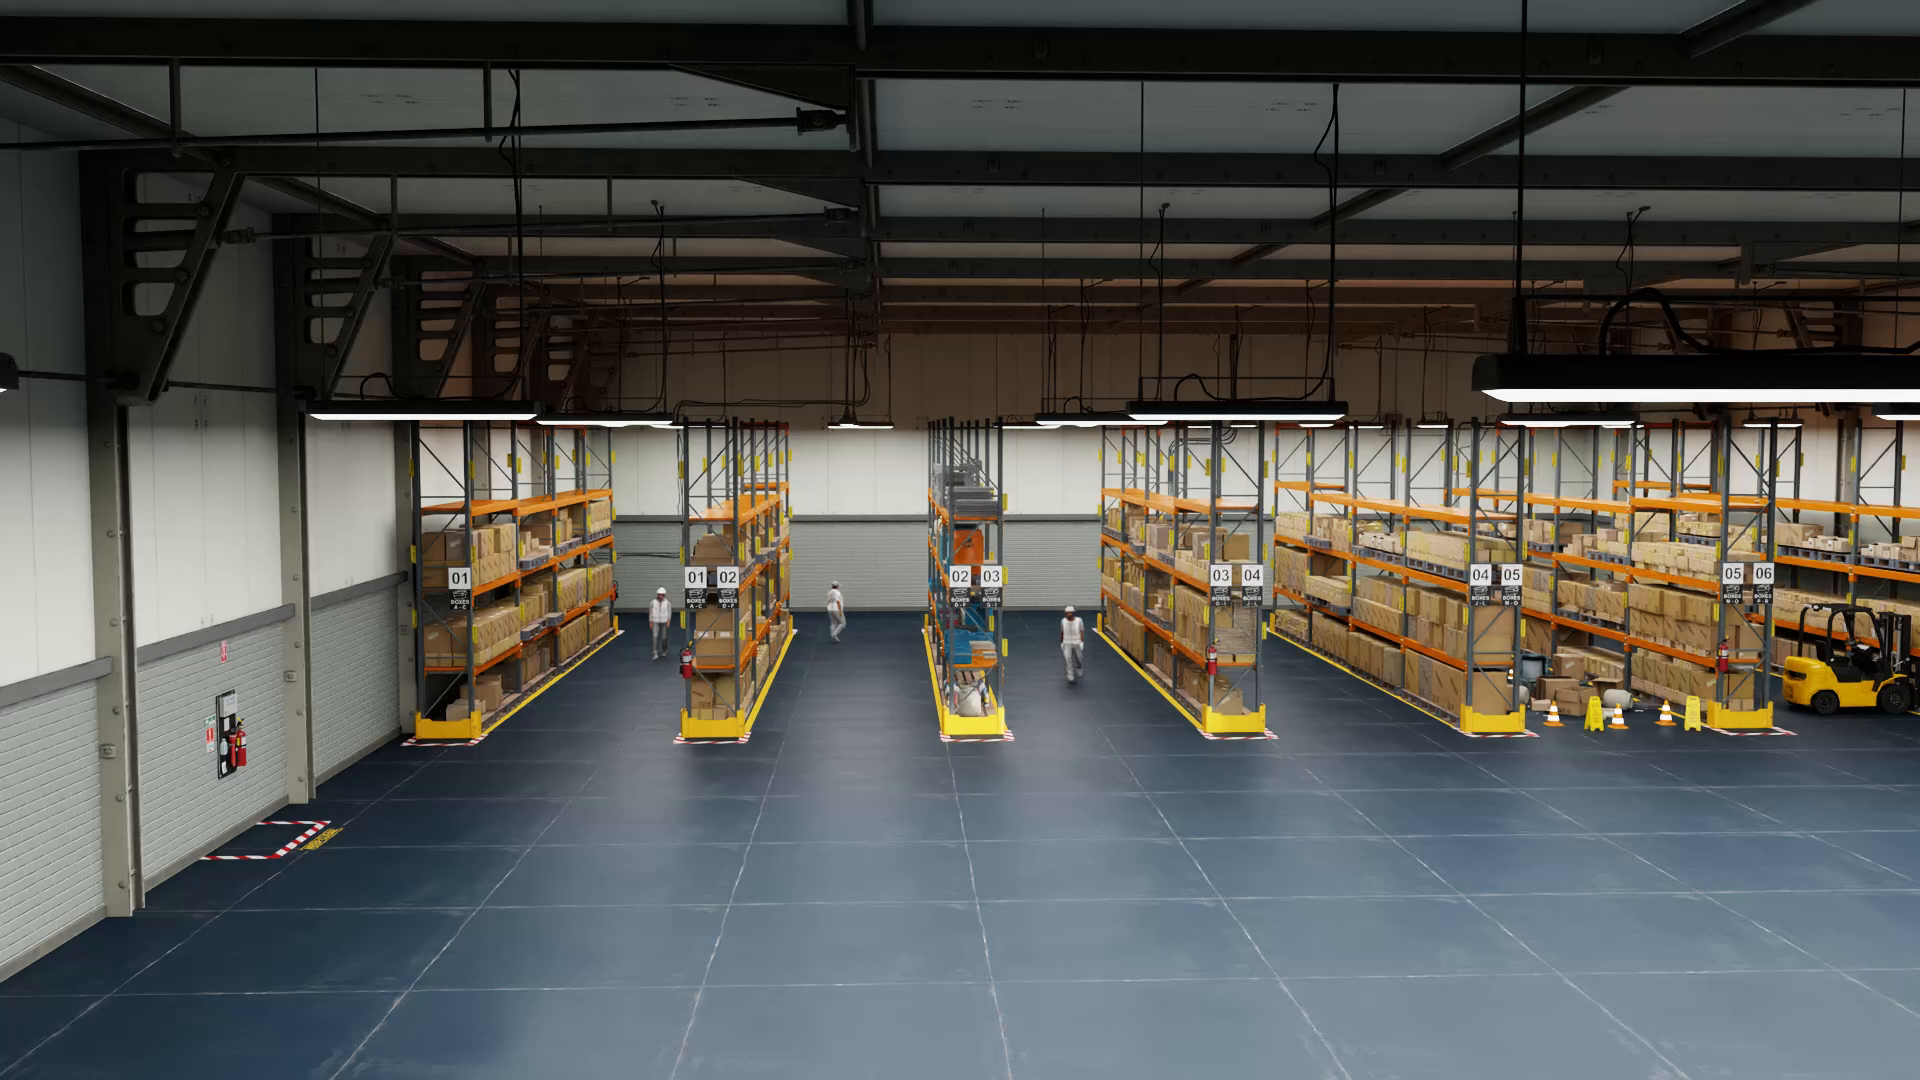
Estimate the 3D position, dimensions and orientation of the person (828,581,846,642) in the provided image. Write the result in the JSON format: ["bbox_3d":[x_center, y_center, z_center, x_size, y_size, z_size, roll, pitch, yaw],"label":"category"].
[{"bbox_3d":[-3.395,1.949,45.146,0.489,1.664,0.521,-3,5,-41],"label":"person"}]

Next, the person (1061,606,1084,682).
[{"bbox_3d":[2.580,2.374,38.184,0.550,1.724,0.986,0,4,5],"label":"person"}]

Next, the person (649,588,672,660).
[{"bbox_3d":[-7.577,2.116,42.080,0.569,1.773,0.752,-1,4,-11],"label":"person"}]

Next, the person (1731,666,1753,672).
[{"bbox_3d":[17.060,2.531,36.203,0.639,1.671,0.820,0,4,-2],"label":"person"}]
